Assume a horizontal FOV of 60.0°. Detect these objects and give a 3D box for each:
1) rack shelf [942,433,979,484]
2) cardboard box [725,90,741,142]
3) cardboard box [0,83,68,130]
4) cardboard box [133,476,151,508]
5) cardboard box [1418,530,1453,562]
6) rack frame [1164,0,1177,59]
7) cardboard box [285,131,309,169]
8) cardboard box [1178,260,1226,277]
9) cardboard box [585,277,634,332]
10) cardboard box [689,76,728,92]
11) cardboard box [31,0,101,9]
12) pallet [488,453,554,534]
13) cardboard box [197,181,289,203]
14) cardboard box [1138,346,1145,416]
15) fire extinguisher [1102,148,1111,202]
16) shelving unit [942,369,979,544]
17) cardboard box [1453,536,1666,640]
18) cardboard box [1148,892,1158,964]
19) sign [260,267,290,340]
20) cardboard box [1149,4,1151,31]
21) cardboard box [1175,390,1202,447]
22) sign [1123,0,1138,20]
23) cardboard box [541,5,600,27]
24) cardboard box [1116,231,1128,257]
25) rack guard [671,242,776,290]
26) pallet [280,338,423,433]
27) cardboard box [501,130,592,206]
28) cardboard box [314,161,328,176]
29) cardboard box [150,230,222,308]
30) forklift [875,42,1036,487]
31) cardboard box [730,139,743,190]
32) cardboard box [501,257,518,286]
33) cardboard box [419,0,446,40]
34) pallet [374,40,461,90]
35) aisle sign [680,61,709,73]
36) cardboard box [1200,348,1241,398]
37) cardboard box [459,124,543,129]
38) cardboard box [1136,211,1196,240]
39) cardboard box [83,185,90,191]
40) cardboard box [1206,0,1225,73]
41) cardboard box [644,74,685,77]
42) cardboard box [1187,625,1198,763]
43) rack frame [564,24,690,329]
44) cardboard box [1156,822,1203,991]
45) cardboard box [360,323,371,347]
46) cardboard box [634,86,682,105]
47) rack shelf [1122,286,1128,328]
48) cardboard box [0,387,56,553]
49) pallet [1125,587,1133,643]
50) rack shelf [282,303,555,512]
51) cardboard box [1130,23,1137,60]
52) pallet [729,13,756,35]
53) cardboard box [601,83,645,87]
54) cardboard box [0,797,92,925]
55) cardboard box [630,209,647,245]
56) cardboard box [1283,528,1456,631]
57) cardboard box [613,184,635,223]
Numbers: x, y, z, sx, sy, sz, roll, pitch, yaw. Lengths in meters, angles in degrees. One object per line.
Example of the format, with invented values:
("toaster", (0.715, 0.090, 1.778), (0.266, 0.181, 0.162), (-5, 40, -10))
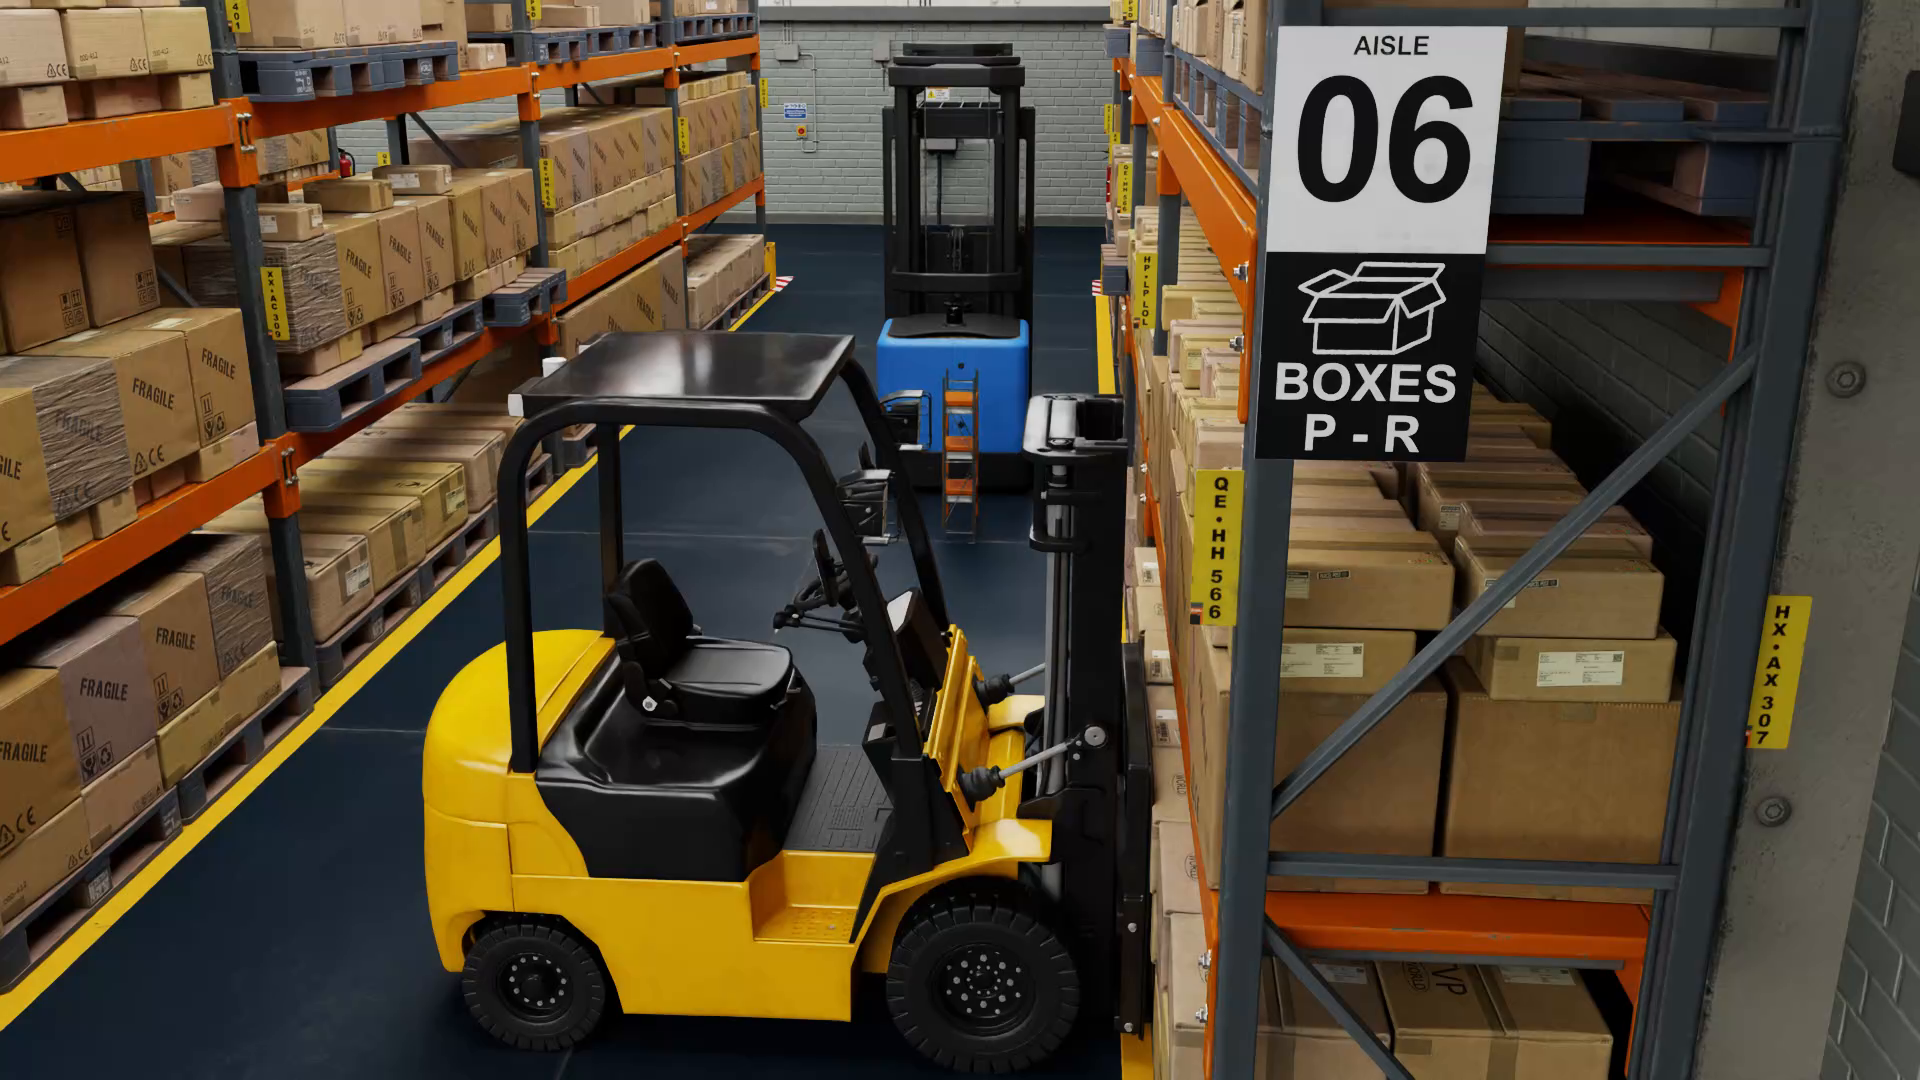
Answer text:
("rack shelf", (0.004, -0.505, 10.314), (0.215, 0.259, 0.240), (1, 18, 4))
("cardboard box", (-2.594, -4.433, 17.368), (0.500, 0.500, 0.500), (1, 18, 4))
("cardboard box", (-3.416, -1.537, 5.882), (0.380, 0.149, 0.250), (2, 18, 5))
("cardboard box", (-3.468, -0.195, 6.604), (0.380, 0.149, 0.250), (1, 18, 3))
("cardboard box", (1.317, 0.085, 4.144), (0.380, 0.149, 0.250), (1, 18, 3))
("rack frame", (1.341, -3.396, 6.336), (1.000, 3.000, 0.127), (1, 18, 4))
("cardboard box", (-7.512, -4.345, 18.227), (0.500, 0.500, 0.500), (1, 18, 3))
("cardboard box", (1.183, -1.332, 8.469), (0.380, 0.149, 0.250), (1, 18, 3))
("cardboard box", (-3.123, -1.577, 13.155), (0.875, 0.875, 0.875), (2, 18, 5))
("cardboard box", (-2.612, -4.699, 17.139), (0.380, 0.149, 0.250), (2, 18, 5))
("cardboard box", (-3.353, -1.992, 5.990), (0.380, 0.149, 0.250), (2, 18, 6))
("pallet", (-3.381, -0.329, 11.089), (1.003, 0.211, 1.213), (1, 18, 4))
("cardboard box", (-3.769, -1.800, 8.745), (0.380, 0.149, 0.250), (1, 18, 2))
("cardboard box", (1.147, -0.793, 8.265), (0.500, 0.250, 0.500), (1, 18, 4))
("fire extinguisher", (1.751, -4.114, 18.885), (0.296, 0.674, 0.183), (1, 18, 4))
("shelving unit", (0.004, -0.516, 10.310), (0.215, 1.050, 0.252), (1, 18, 4))
("cardboard box", (1.292, 0.100, 3.619), (0.380, 0.149, 0.250), (1, 18, 3))
("cardboard box", (0.840, 1.092, 5.211), (0.500, 0.250, 0.500), (1, 18, 3))
("sign", (-3.068, -1.057, 7.440), (0.100, 0.325, 0.005), (1, 18, 4))
("cardboard box", (1.172, -2.686, 8.555), (0.380, 0.149, 0.250), (1, 18, 3))
("cardboard box", (0.936, -0.411, 5.658), (0.380, 0.149, 0.250), (1, 18, 2))
("sign", (1.087, -3.471, 10.552), (0.100, 0.325, 0.005), (1, 18, 4))
("cardboard box", (-3.022, -4.063, 12.888), (0.380, 0.166, 0.250), (3, 18, 9))
("cardboard box", (1.292, -2.080, 11.684), (0.380, 0.149, 0.250), (2, 18, 5))
("rack guard", (-2.748, -3.201, 19.390), (1.175, 0.500, 0.348), (1, 18, 4))
("pallet", (-3.410, -0.798, 8.349), (1.003, 0.211, 1.213), (1, 18, 4))
("cardboard box", (-3.018, -2.722, 12.146), (0.500, 0.500, 0.500), (1, 18, 4))
("cardboard box", (-7.436, -4.234, 18.931), (0.380, 0.149, 0.250), (1, 18, 4))
("cardboard box", (-3.806, -1.192, 7.931), (0.500, 0.500, 0.500), (1, 18, 3))
("forklift", (0.001, -2.159, 12.305), (1.130, 2.935, 3.031), (1, 18, 2))
("cardboard box", (-2.598, -3.958, 17.525), (0.500, 0.500, 0.500), (2, 18, 6))
("cardboard box", (-3.032, -1.706, 10.542), (0.380, 0.149, 0.250), (1, 18, 3))
("cardboard box", (-3.404, -2.897, 9.465), (0.797, 0.503, 0.637), (1, 18, 4))
("pallet", (-3.388, -2.503, 8.728), (1.213, 0.211, 1.003), (1, 18, 4))
("aisle sign", (-3.034, -5.646, 18.662), (0.394, 0.787, 0.004), (1, 18, 4))
("cardboard box", (1.009, -0.548, 5.598), (0.380, 0.149, 0.250), (1, 18, 4))
("cardboard box", (-3.476, -2.900, 12.689), (0.500, 0.500, 0.500), (1, 18, 4))
("cardboard box", (1.294, -1.968, 10.409), (0.380, 0.149, 0.250), (2, 18, 5))
("cardboard box", (-7.850, -3.013, 14.530), (0.380, 0.149, 0.250), (1, 18, 4))
("cardboard box", (1.016, -1.482, 4.315), (0.700, 0.500, 0.500), (1, 18, 4))
("cardboard box", (-3.133, -4.865, 17.646), (0.380, 0.149, 0.250), (1, 18, 2))
("cardboard box", (0.874, 0.330, 4.438), (0.500, 0.500, 0.500), (2, 18, 6))
("rack frame", (-3.036, -3.139, 15.187), (1.000, 3.000, 0.127), (1, 18, 4))
("cardboard box", (0.807, 1.020, 4.627), (0.500, 0.250, 0.500), (2, 18, 5))
("cardboard box", (-3.284, -1.067, 8.590), (0.380, 0.149, 0.250), (2, 18, 7))
("cardboard box", (-2.755, -4.063, 15.196), (0.380, 0.149, 0.250), (1, 18, 3))
("rack shelf", (1.771, -2.067, 13.069), (1.077, 0.370, 4.000), (1, 18, 4))
("cardboard box", (-3.489, -0.220, 5.638), (0.500, 0.500, 0.500), (1, 18, 3))
("pallet", (1.355, 0.550, 8.405), (1.003, 0.211, 1.213), (1, 18, 4))
("rack shelf", (-3.467, -0.934, 9.612), (1.077, 0.370, 4.000), (1, 18, 4))
("cardboard box", (1.494, -3.618, 12.071), (0.500, 0.250, 0.500), (1, 18, 4))
("pallet", (-2.792, -5.534, 17.821), (1.003, 0.211, 1.213), (1, 18, 4))
("cardboard box", (-3.177, -4.230, 15.706), (0.380, 0.149, 0.250), (1, 18, 4))
("cardboard box", (-3.492, 1.122, 5.923), (0.500, 0.250, 0.500), (3, 18, 8))
("cardboard box", (-2.910, -2.609, 13.808), (0.500, 0.250, 0.500), (1, 18, 2))
("cardboard box", (0.870, 0.084, 3.669), (0.380, 0.149, 0.250), (1, 18, 4))
("cardboard box", (-2.905, -2.688, 13.246), (0.500, 0.250, 0.500), (2, 18, 5))
